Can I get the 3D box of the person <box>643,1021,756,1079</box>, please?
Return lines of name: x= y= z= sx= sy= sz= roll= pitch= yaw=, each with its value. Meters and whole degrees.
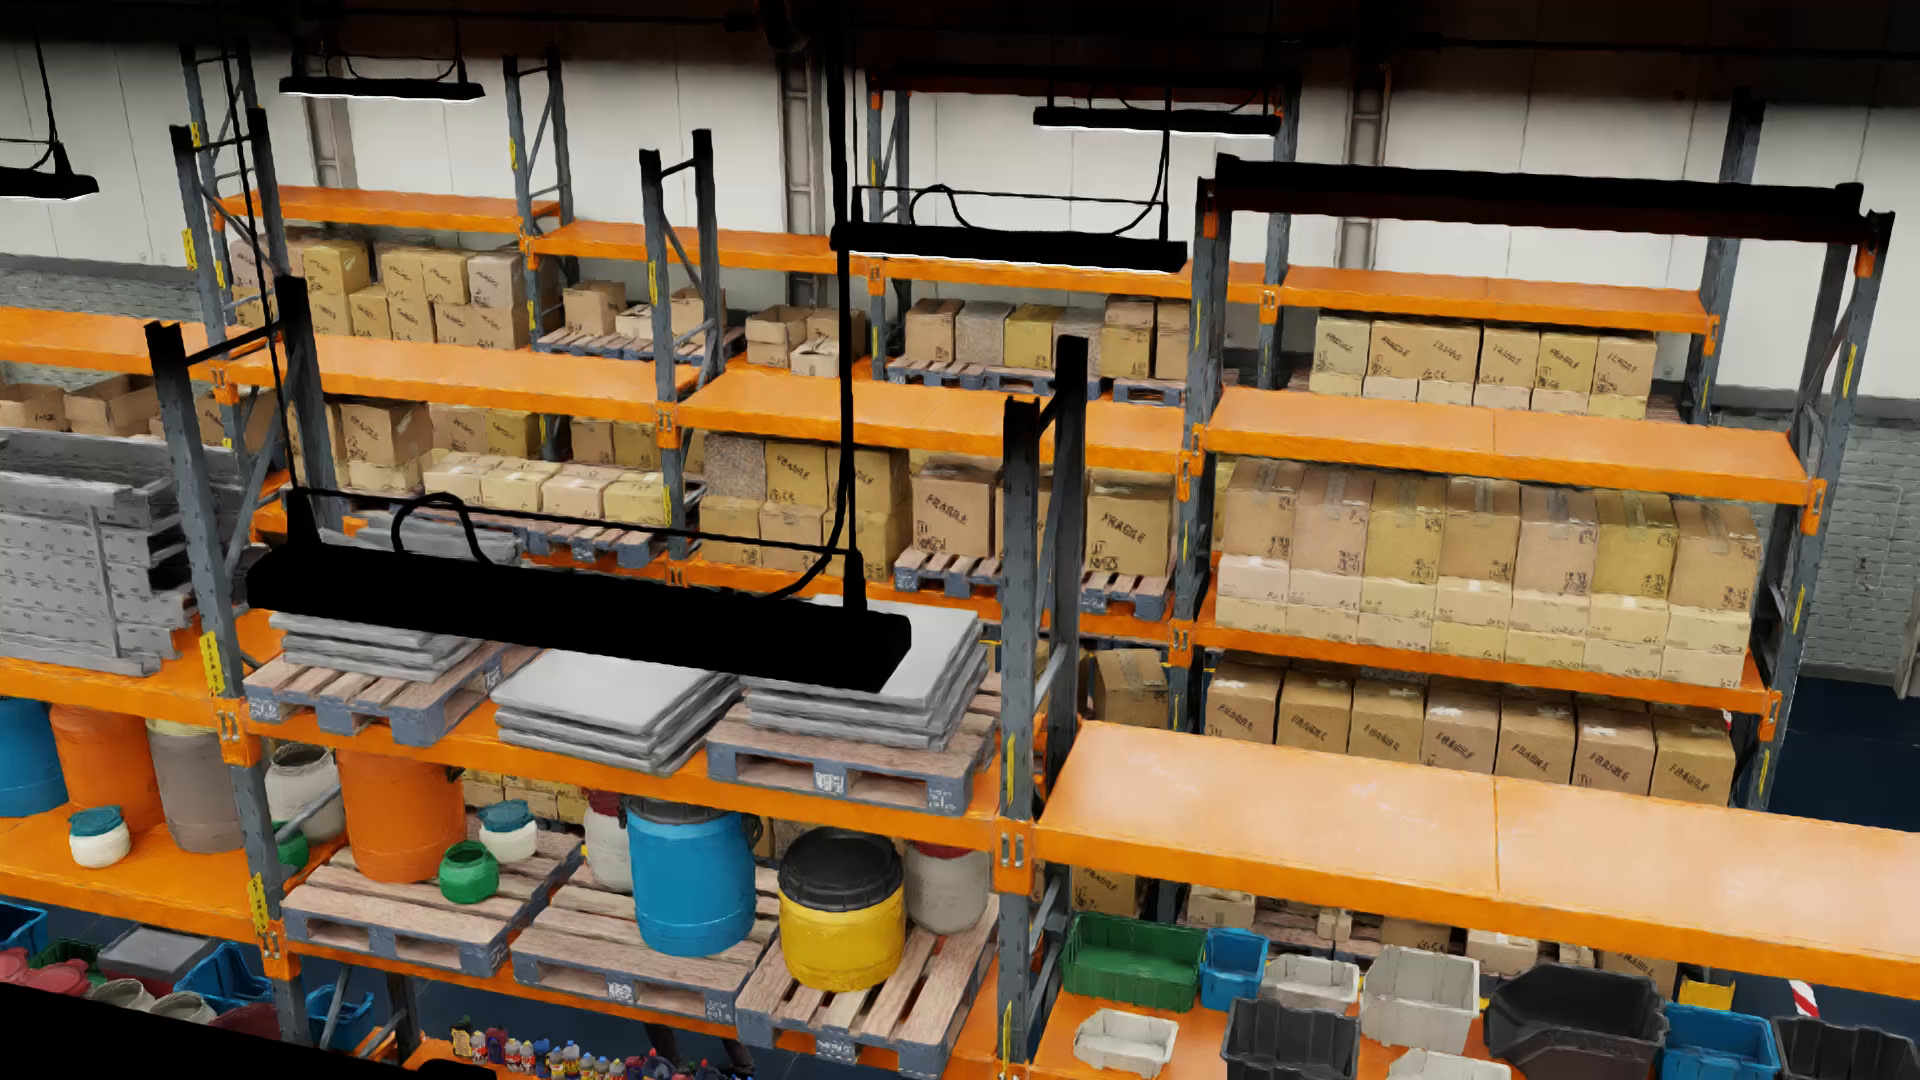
person: x=-1.866 y=2.990 z=11.413 sx=0.866 sy=1.658 sz=0.680 roll=9 pitch=24 yaw=20
